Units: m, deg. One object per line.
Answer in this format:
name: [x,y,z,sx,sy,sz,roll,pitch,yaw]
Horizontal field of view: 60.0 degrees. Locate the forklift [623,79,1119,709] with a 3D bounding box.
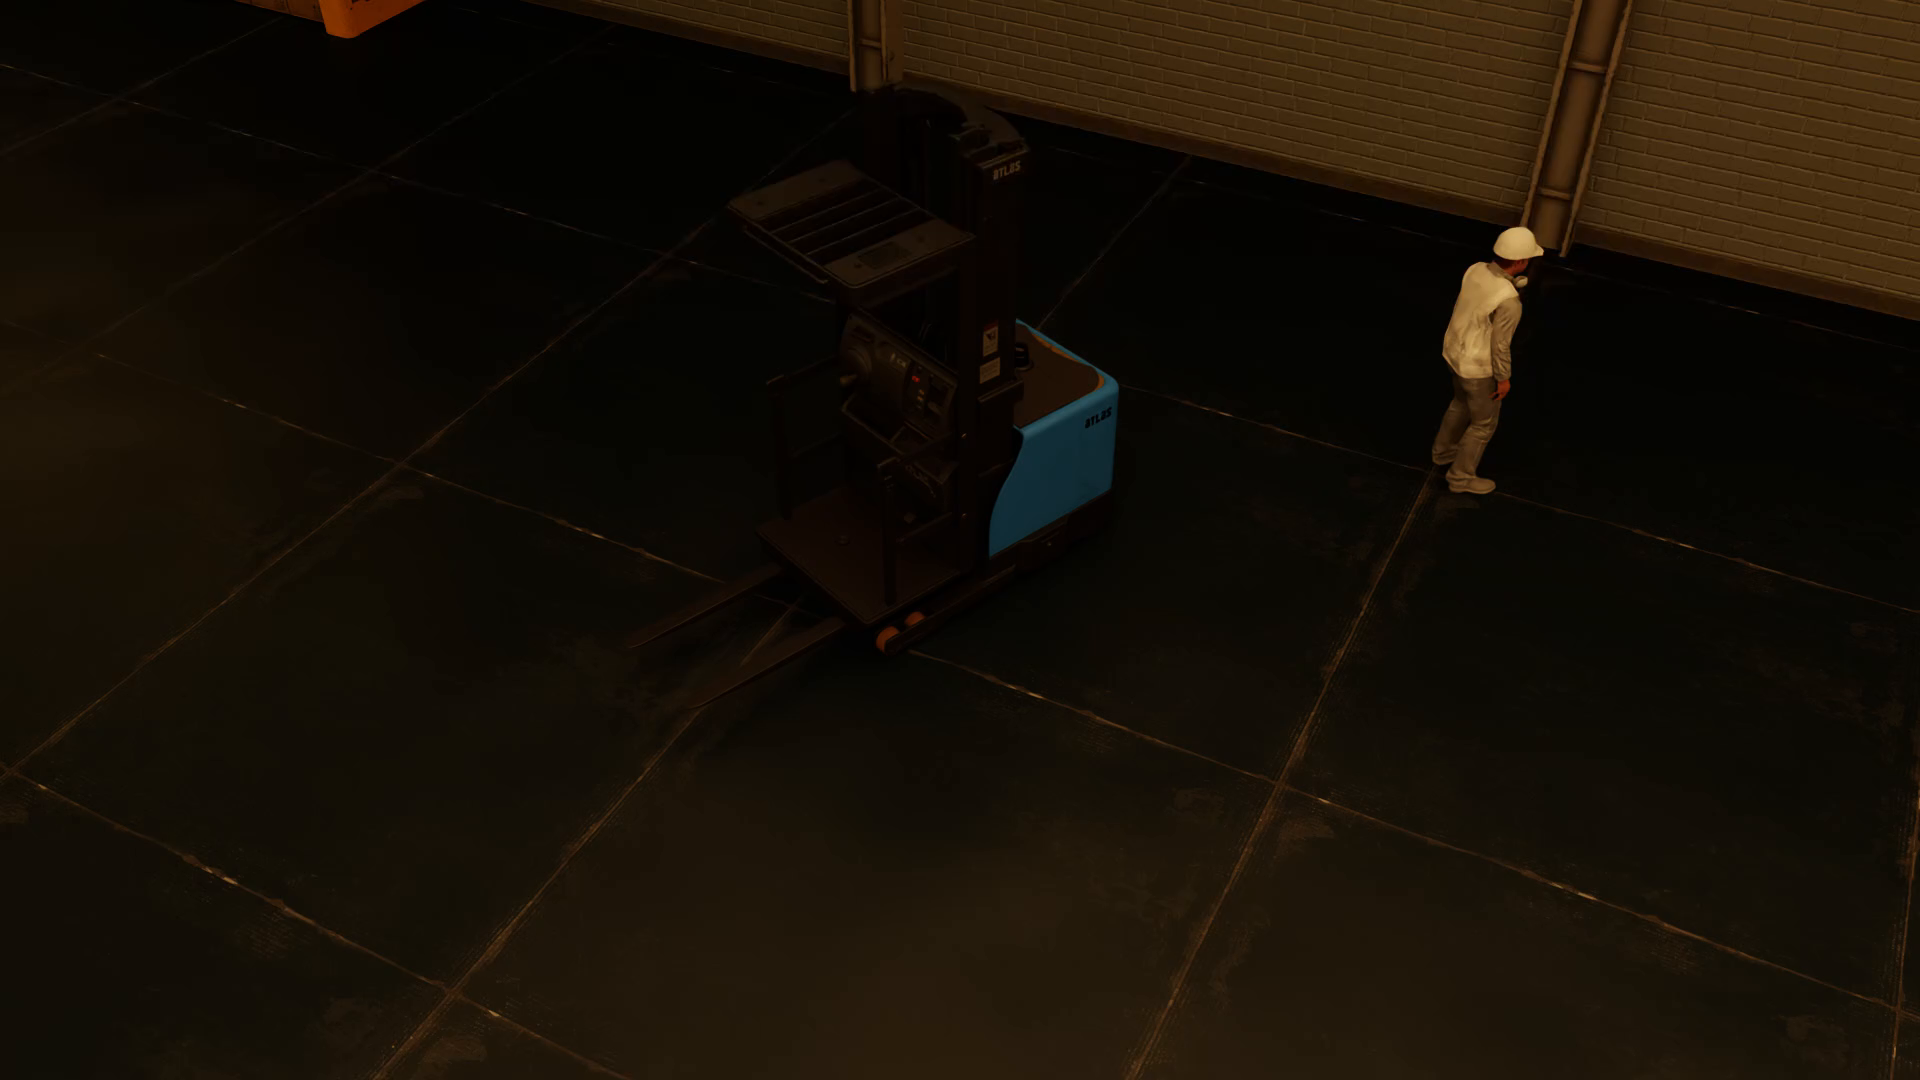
forklift: [-0.503,-0.846,8.991,3.031,2.935,1.130,-29,48,-30]

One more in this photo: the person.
person: [3.202,-1.114,10.213,0.458,1.771,0.582,-8,41,-9]
